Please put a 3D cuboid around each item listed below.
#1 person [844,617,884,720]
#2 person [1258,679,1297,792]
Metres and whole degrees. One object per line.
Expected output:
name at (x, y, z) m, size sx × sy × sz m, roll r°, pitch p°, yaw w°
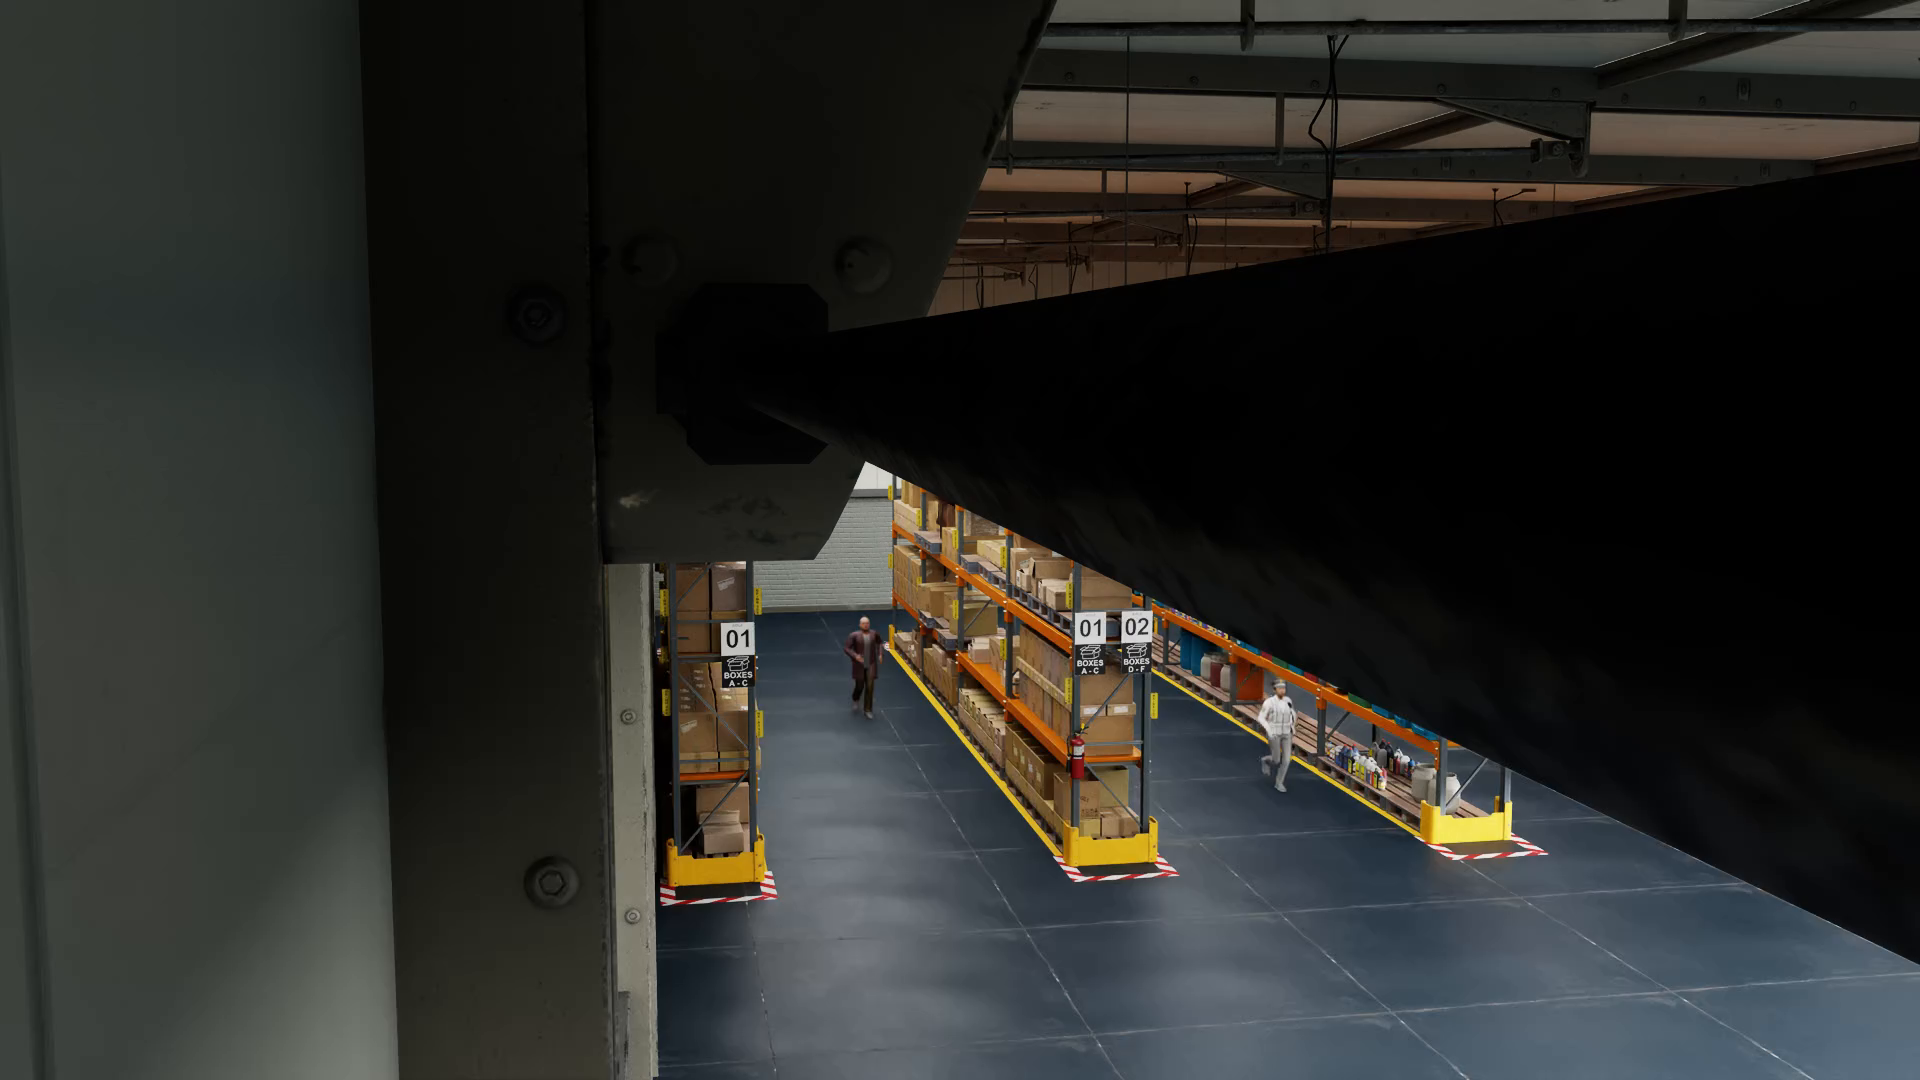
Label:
person at (-1.704, 2.251, 29.645) m, size 0.736 × 1.789 × 0.898 m, roll -2°, pitch 6°, yaw -16°
person at (4.712, 2.856, 24.598) m, size 0.615 × 1.658 × 0.642 m, roll -1°, pitch 6°, yaw -13°
